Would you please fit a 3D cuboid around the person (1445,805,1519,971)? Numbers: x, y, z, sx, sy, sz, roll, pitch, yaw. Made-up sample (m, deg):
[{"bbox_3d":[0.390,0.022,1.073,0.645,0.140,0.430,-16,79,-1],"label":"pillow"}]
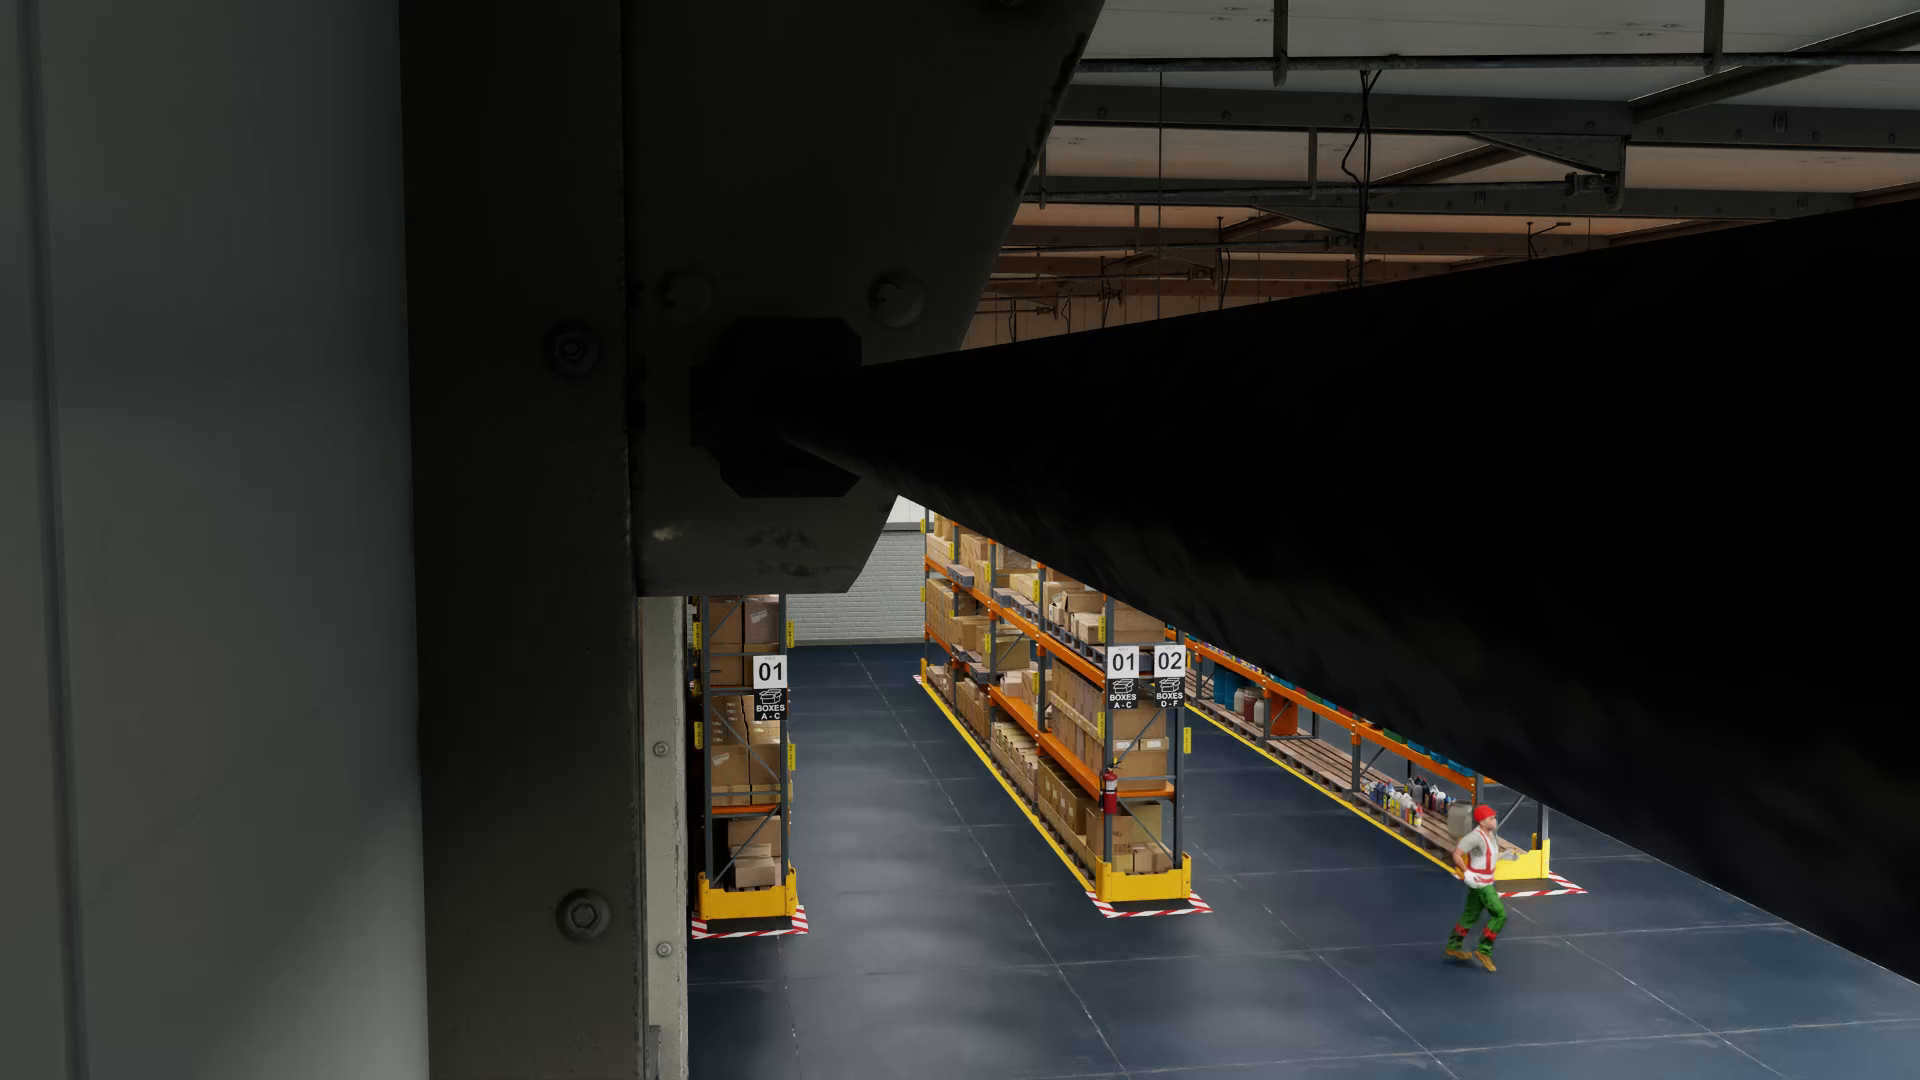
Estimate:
[{"bbox_3d":[5.784,3.836,18.418,0.748,1.835,0.616,2,5,23],"label":"person"}]
